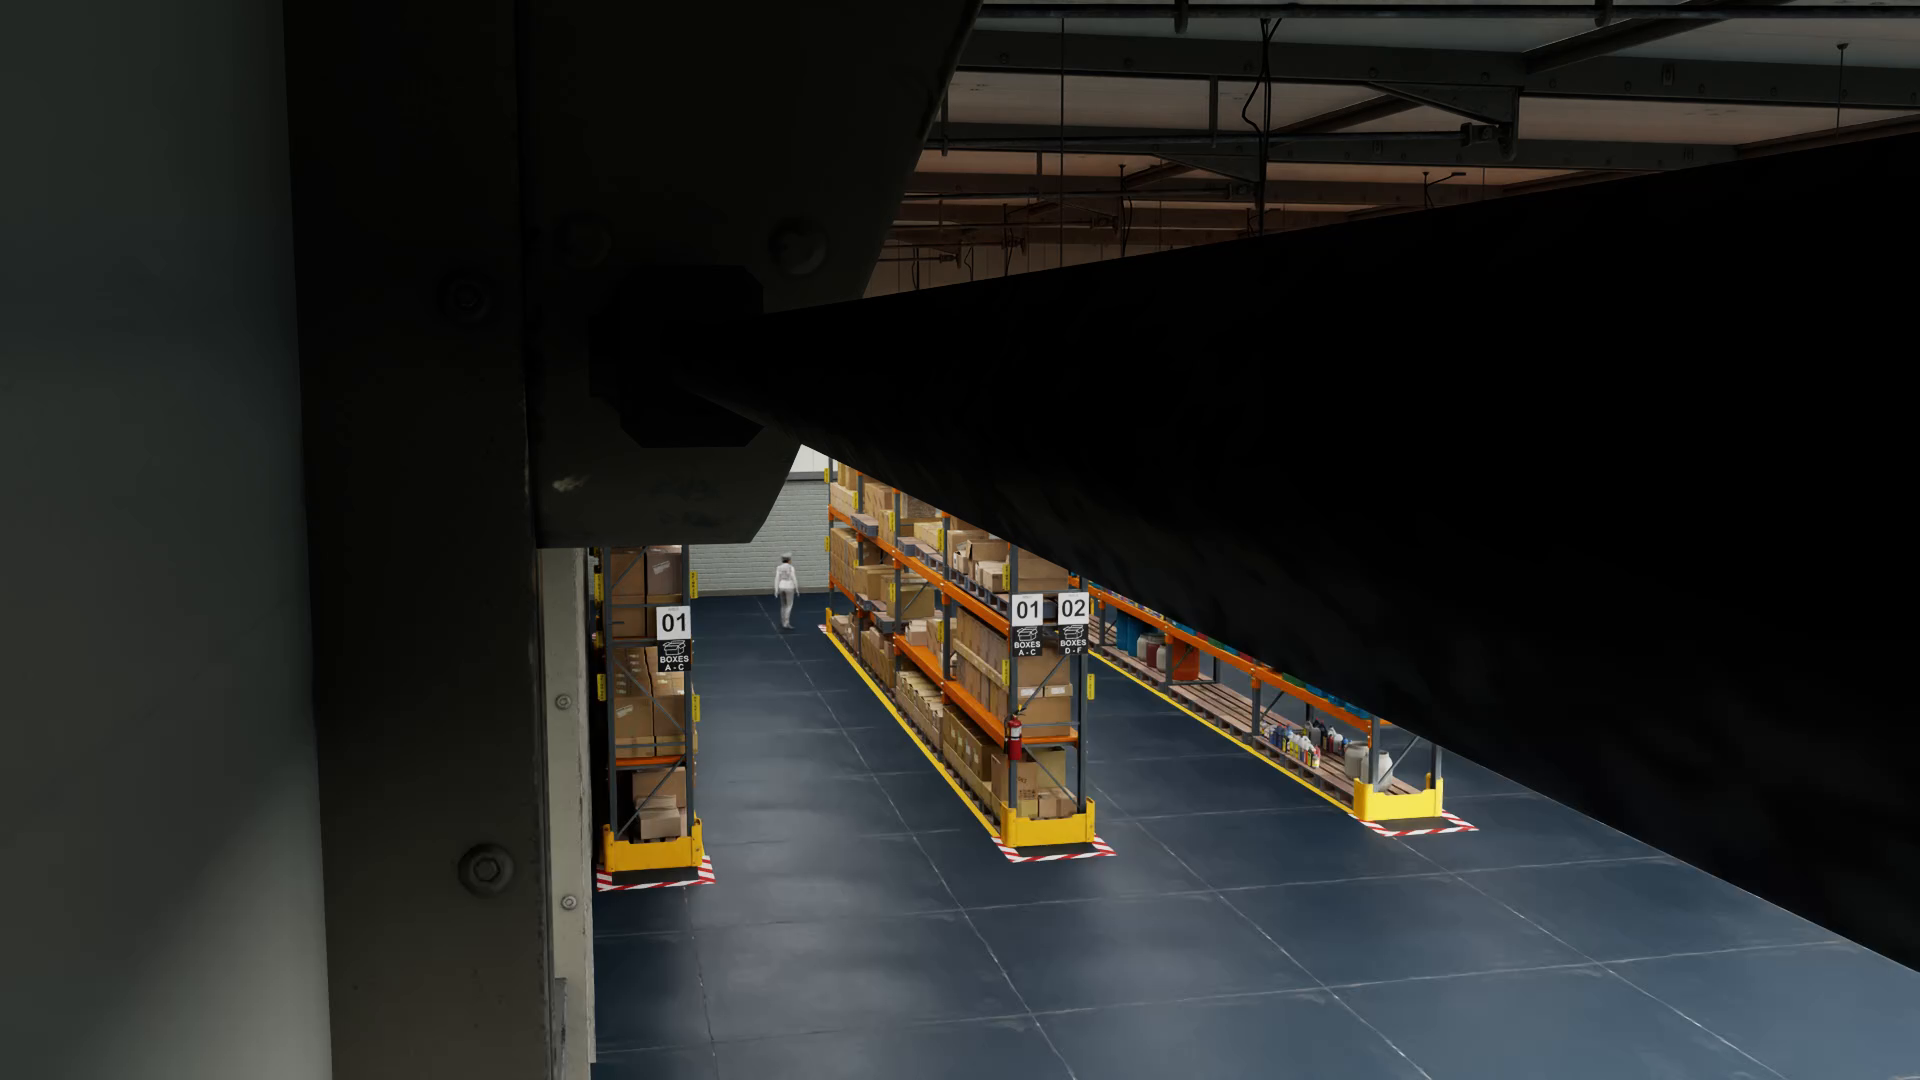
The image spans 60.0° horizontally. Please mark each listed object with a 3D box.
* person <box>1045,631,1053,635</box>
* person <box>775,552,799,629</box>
[{"bbox_3d":[1.482,1.844,30.954,0.511,1.603,1.043,-2,7,-13],"label":"person"},{"bbox_3d":[-3.850,1.118,36.884,0.507,1.669,0.595,4,8,28],"label":"person"}]
